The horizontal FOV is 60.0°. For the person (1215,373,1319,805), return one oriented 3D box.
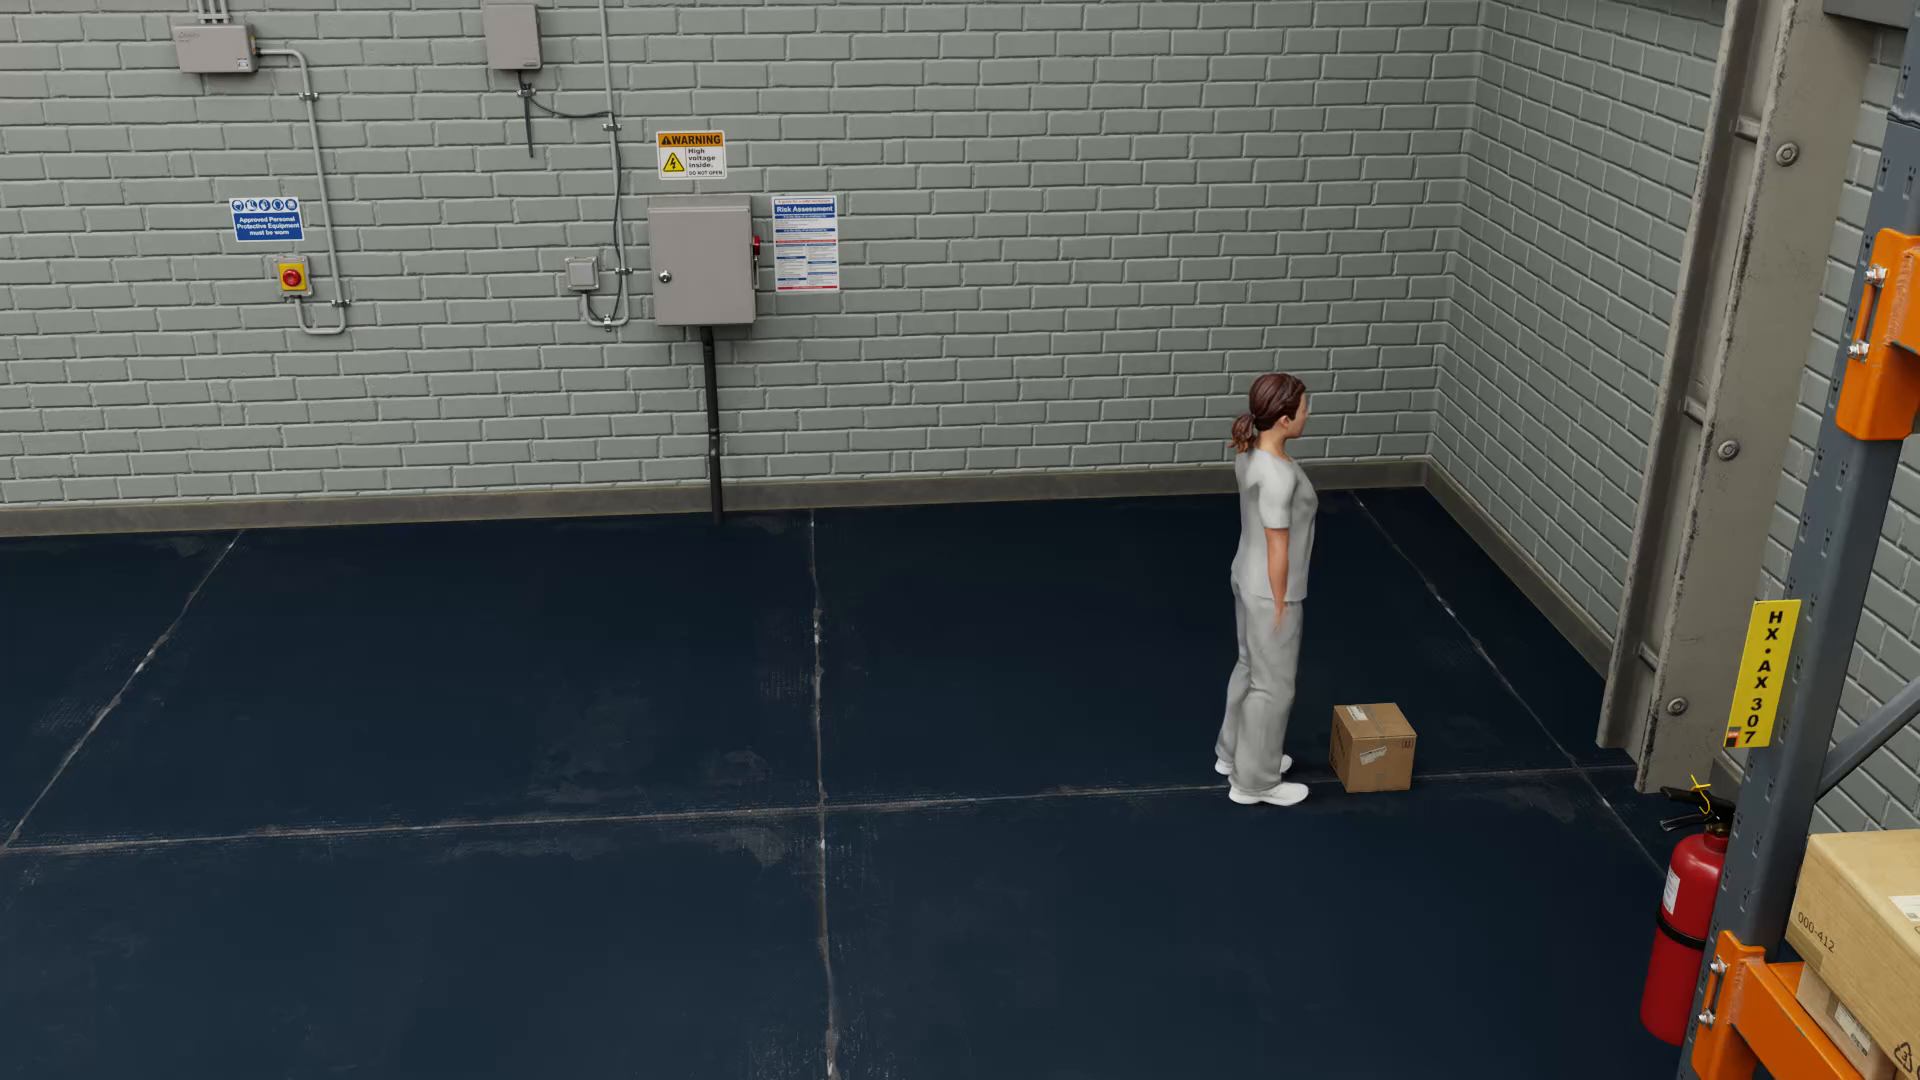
[{"bbox_3d":[1.144,0.180,6.199,0.378,1.673,0.437,-2,24,-4],"label":"person"}]
